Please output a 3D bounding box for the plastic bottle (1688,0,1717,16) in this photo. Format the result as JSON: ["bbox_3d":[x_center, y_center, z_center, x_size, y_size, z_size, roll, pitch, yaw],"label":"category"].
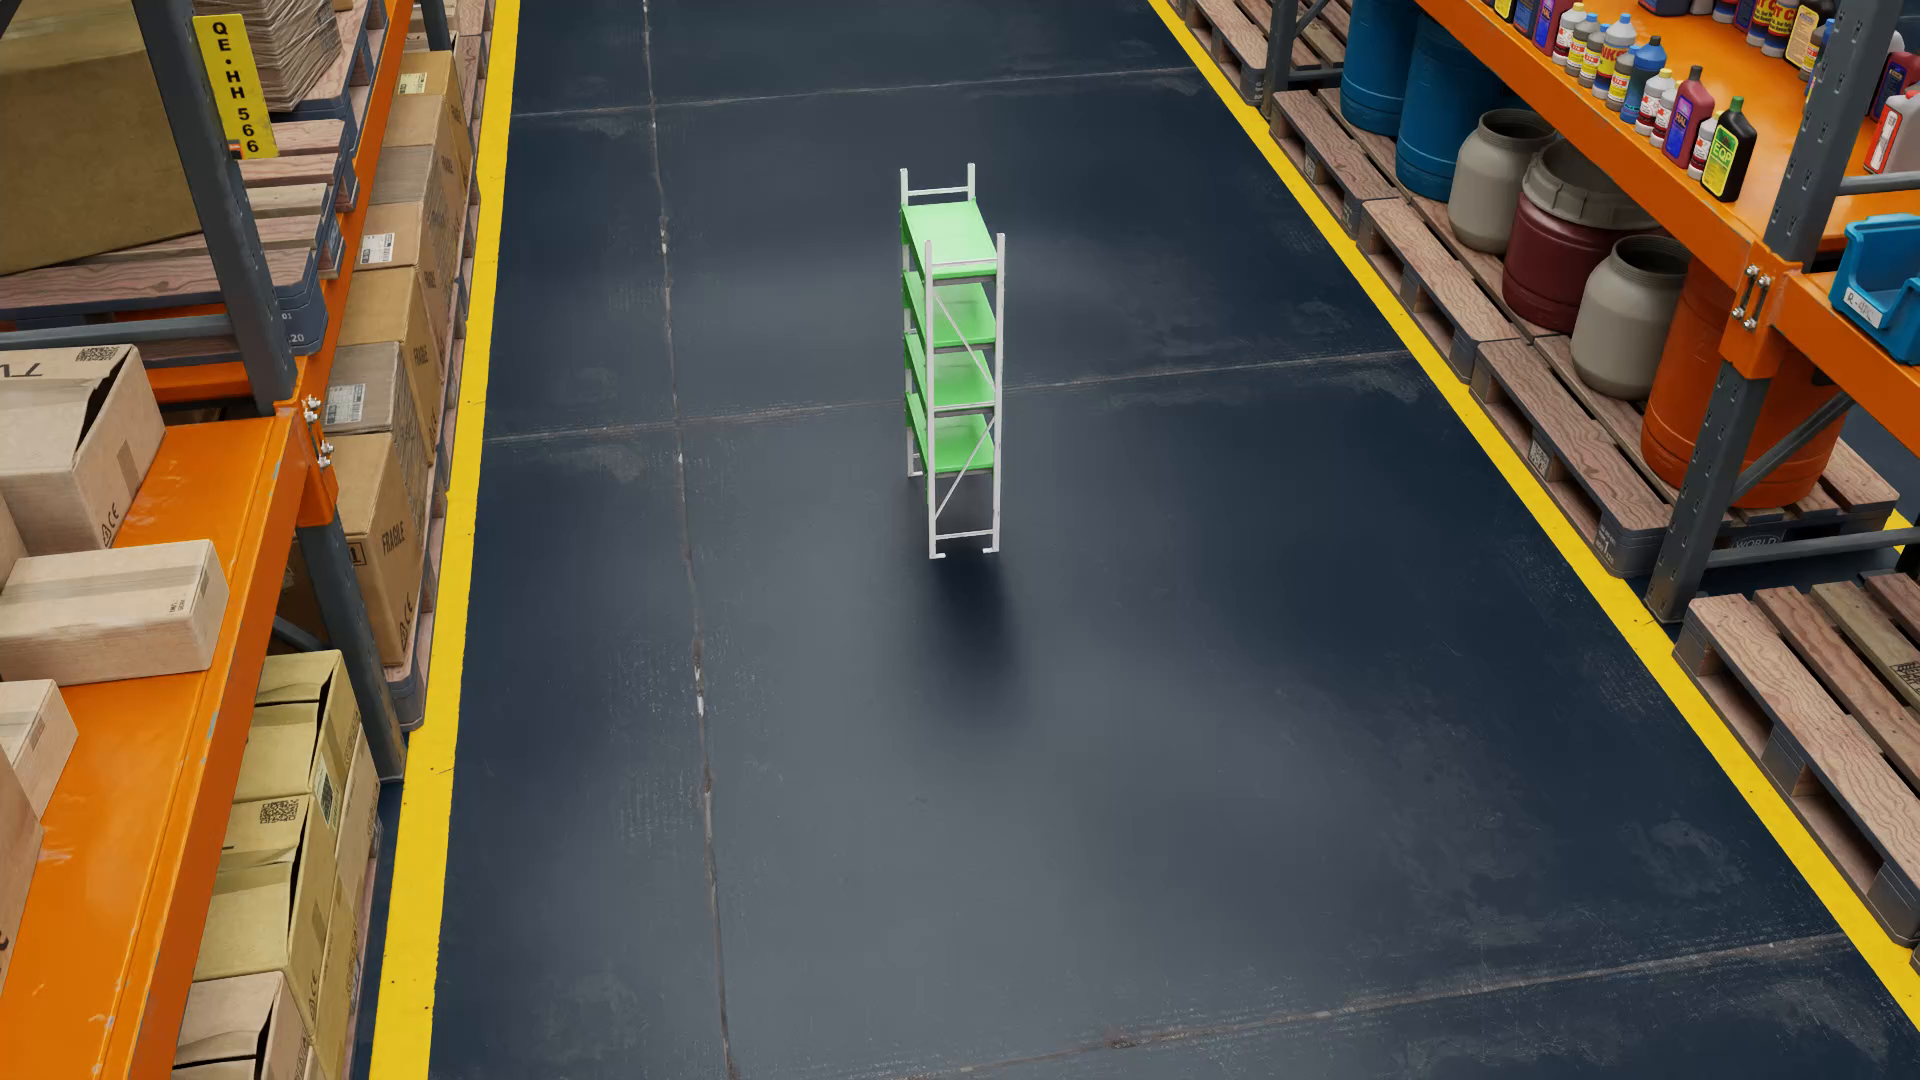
[{"bbox_3d":[2.753,-2.081,6.084,0.152,0.276,0.135,-6,38,-8],"label":"plastic bottle"}]

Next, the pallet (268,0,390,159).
[{"bbox_3d":[-2.469,-1.564,5.474,1.003,0.211,1.213,-6,38,-8],"label":"pallet"}]

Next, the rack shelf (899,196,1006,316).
[{"bbox_3d":[-0.029,-0.902,5.255,0.258,0.148,0.480,-6,38,-8],"label":"rack shelf"}]

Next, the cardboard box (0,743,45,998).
[{"bbox_3d":[-1.813,0.507,2.571,0.500,0.500,0.500,-8,39,-10],"label":"cardboard box"}]

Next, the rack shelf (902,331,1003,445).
[{"bbox_3d":[-0.029,-0.523,5.550,0.258,0.148,0.480,-6,38,-8],"label":"rack shelf"}]

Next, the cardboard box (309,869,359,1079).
[{"bbox_3d":[-1.697,1.057,3.843,0.500,0.250,0.500,-7,38,-8],"label":"cardboard box"}]

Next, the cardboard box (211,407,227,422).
[{"bbox_3d":[-2.518,-0.192,5.231,0.500,0.500,0.500,-5,38,-6],"label":"cardboard box"}]

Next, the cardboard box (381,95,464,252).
[{"bbox_3d":[-2.377,-1.501,6.916,0.500,0.500,0.500,-6,38,-8],"label":"cardboard box"}]

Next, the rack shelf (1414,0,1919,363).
[{"bbox_3d":[2.403,-1.920,6.363,1.077,0.370,4.000,-6,38,-8],"label":"rack shelf"}]

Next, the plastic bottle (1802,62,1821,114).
[{"bbox_3d":[2.796,-1.468,5.357,0.097,0.201,0.097,0,38,0],"label":"plastic bottle"}]

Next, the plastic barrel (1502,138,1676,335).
[{"bbox_3d":[2.453,-1.185,6.454,0.600,0.588,0.708,-6,38,-8],"label":"plastic barrel"}]

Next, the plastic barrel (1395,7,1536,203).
[{"bbox_3d":[2.255,-1.991,7.236,0.600,0.901,0.708,-6,38,-8],"label":"plastic barrel"}]

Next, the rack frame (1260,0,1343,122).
[{"bbox_3d":[2.053,-3.412,7.697,1.000,3.000,0.127,-6,38,-8],"label":"rack frame"}]

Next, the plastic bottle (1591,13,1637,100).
[{"bbox_3d":[2.152,-1.590,5.456,0.097,0.271,0.097,0,38,0],"label":"plastic bottle"}]

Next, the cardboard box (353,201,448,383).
[{"bbox_3d":[-2.199,-0.891,6.131,0.500,0.500,0.500,-7,38,-9],"label":"cardboard box"}]

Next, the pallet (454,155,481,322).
[{"bbox_3d":[-2.645,-1.293,7.242,1.003,0.211,1.213,-6,38,-8],"label":"pallet"}]

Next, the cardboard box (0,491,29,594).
[{"bbox_3d":[-2.157,0.131,3.209,0.500,0.311,0.500,-7,38,-8],"label":"cardboard box"}]

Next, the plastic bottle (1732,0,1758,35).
[{"bbox_3d":[2.839,-1.949,5.909,0.061,0.283,0.133,-6,38,-8],"label":"plastic bottle"}]

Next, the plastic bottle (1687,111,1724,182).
[{"bbox_3d":[2.261,-1.188,4.996,0.097,0.201,0.097,0,38,0],"label":"plastic bottle"}]

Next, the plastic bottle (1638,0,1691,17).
[{"bbox_3d":[2.603,-2.109,6.060,0.144,0.351,0.185,-6,38,-8],"label":"plastic bottle"}]

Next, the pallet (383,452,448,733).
[{"bbox_3d":[-2.217,0.181,5.345,1.003,0.211,1.213,-6,38,-8],"label":"pallet"}]

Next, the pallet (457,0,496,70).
[{"bbox_3d":[-3.161,-2.933,9.354,1.003,0.211,1.213,-6,38,-8],"label":"pallet"}]

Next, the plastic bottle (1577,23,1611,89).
[{"bbox_3d":[2.135,-1.621,5.553,0.097,0.201,0.097,0,38,0],"label":"plastic bottle"}]

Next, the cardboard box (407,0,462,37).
[{"bbox_3d":[-2.847,-2.734,8.776,0.380,0.166,0.250,-6,38,-8],"label":"cardboard box"}]

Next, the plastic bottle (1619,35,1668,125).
[{"bbox_3d":[2.186,-1.472,5.305,0.097,0.271,0.097,0,38,0],"label":"plastic bottle"}]

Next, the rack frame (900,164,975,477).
[{"bbox_3d":[-0.072,-0.721,5.700,0.240,1.200,0.015,-6,38,-8],"label":"rack frame"}]

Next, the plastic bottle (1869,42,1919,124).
[{"bbox_3d":[2.984,-1.449,5.266,0.061,0.283,0.133,-6,38,-8],"label":"plastic bottle"}]

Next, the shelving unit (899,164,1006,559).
[{"bbox_3d":[-0.029,-0.574,5.511,0.258,1.200,0.503,-6,38,-8],"label":"shelving unit"}]

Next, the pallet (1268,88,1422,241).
[{"bbox_3d":[2.147,-1.840,7.947,1.003,0.211,1.213,-6,38,-8],"label":"pallet"}]

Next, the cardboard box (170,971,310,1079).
[{"bbox_3d":[-1.606,1.141,3.278,0.500,0.311,0.500,-6,38,-8],"label":"cardboard box"}]

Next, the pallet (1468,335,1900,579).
[{"bbox_3d":[2.575,-0.366,6.050,1.003,0.211,1.213,-6,38,-8],"label":"pallet"}]

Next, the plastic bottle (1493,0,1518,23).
[{"bbox_3d":[2.007,-2.031,6.014,0.061,0.283,0.133,-6,38,-8],"label":"plastic bottle"}]

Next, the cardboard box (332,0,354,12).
[{"bbox_3d":[-2.454,-2.026,5.489,0.700,0.500,0.500,-16,41,-19],"label":"cardboard box"}]

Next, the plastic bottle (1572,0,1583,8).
[{"bbox_3d":[2.172,-1.966,5.930,0.061,0.283,0.133,-6,38,-8],"label":"plastic bottle"}]

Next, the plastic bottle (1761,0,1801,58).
[{"bbox_3d":[2.858,-1.814,5.744,0.097,0.271,0.097,0,38,0],"label":"plastic bottle"}]

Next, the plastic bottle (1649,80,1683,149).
[{"bbox_3d":[2.220,-1.327,5.175,0.097,0.201,0.097,0,38,0],"label":"plastic bottle"}]

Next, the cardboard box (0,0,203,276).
[{"bbox_3d":[-2.345,-1.039,4.219,0.700,0.500,0.500,-19,42,-23],"label":"cardboard box"}]

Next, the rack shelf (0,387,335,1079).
[{"bbox_3d":[-1.773,1.027,2.570,1.077,0.370,4.000,-6,38,-8],"label":"rack shelf"}]

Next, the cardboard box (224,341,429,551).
[{"bbox_3d":[-2.019,-0.273,5.336,0.500,0.500,0.500,-8,38,-10],"label":"cardboard box"}]

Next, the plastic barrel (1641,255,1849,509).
[{"bbox_3d":[2.651,-0.598,5.502,0.600,0.830,0.708,-6,38,-8],"label":"plastic barrel"}]

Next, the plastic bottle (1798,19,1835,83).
[{"bbox_3d":[2.899,-1.647,5.586,0.097,0.201,0.097,0,38,0],"label":"plastic bottle"}]

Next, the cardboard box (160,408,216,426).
[{"bbox_3d":[-2.532,-0.521,5.044,0.500,0.250,0.500,-5,38,-6],"label":"cardboard box"}]

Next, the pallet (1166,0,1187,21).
[{"bbox_3d":[1.668,-3.489,10.069,1.003,0.211,1.213,-6,38,-8],"label":"pallet"}]

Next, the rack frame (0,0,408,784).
[{"bbox_3d":[-2.123,-0.465,3.904,1.000,3.000,0.127,-6,38,-8],"label":"rack frame"}]

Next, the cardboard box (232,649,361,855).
[{"bbox_3d":[-1.789,0.523,4.074,0.500,0.311,0.500,-5,38,-7],"label":"cardboard box"}]

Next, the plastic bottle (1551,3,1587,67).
[{"bbox_3d":[2.101,-1.738,5.705,0.097,0.201,0.097,0,38,0],"label":"plastic bottle"}]

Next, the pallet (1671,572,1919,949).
[{"bbox_3d":[2.852,0.577,4.835,1.003,0.211,1.213,-6,38,-8],"label":"pallet"}]
